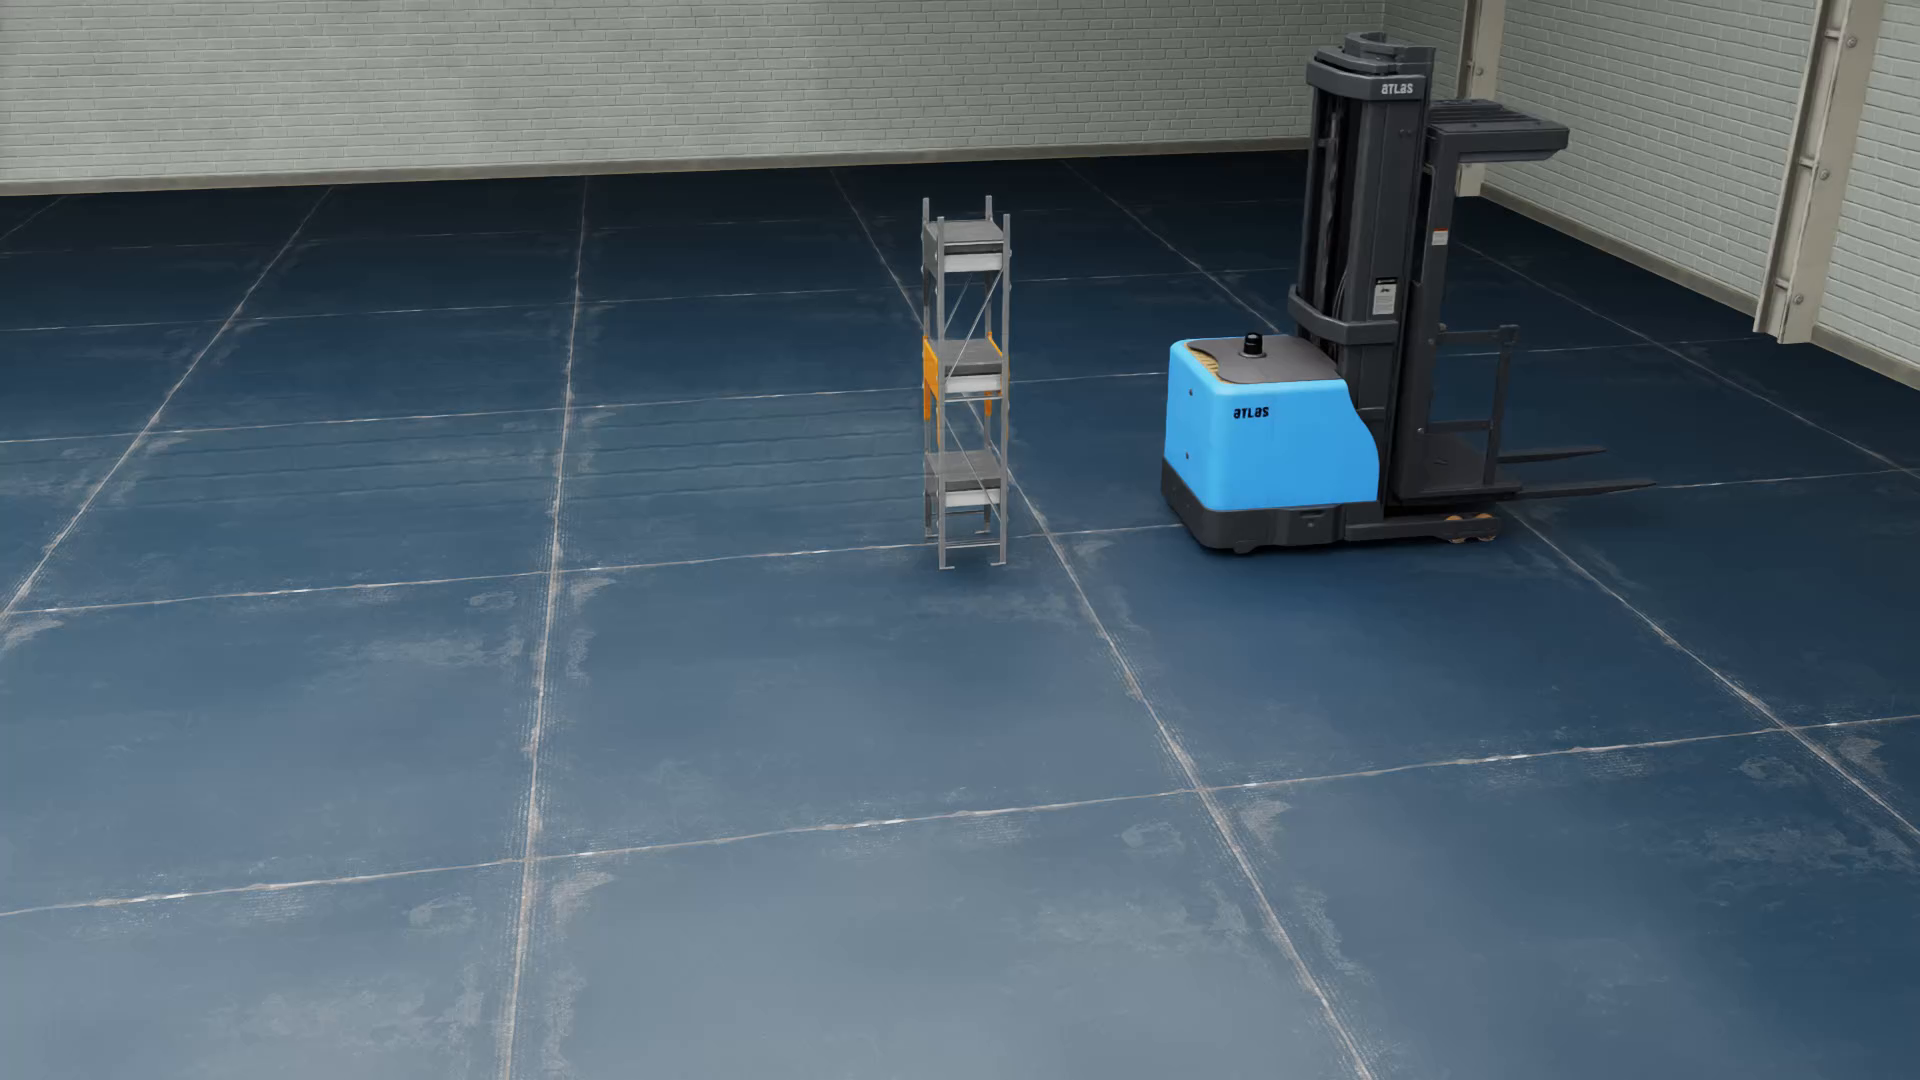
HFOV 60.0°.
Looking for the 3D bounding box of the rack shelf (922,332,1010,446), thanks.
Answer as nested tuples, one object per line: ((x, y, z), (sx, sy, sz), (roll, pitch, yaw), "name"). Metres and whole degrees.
((0.031, -0.885, 9.686), (0.431, 0.518, 0.480), (-4, 24, -10), "rack shelf")

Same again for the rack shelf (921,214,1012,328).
((0.031, -1.526, 9.406), (0.431, 0.518, 0.480), (-4, 24, -10), "rack shelf")

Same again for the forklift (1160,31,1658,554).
((2.869, -1.528, 10.087), (3.031, 2.935, 1.130), (-4, 24, -9), "forklift")

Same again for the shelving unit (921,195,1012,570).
((0.031, -0.897, 9.681), (0.431, 2.100, 0.503), (-4, 24, -10), "shelving unit")

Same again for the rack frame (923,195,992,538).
((-0.015, -0.993, 9.900), (0.400, 2.100, 0.015), (-4, 24, -10), "rack frame")

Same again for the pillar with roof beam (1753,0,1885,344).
((2.814, -5.550, 11.714), (9.100, 9.000, 0.400), (-4, 24, -10), "pillar with roof beam")

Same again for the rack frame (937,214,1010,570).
((0.076, -0.801, 9.461), (0.400, 2.100, 0.015), (-4, 24, -10), "rack frame")

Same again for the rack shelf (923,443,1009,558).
((0.031, -0.243, 9.966), (0.431, 0.518, 0.480), (-4, 24, -10), "rack shelf")

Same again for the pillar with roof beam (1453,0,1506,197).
((1.705, -7.910, 17.118), (9.100, 9.000, 0.400), (-4, 24, -10), "pillar with roof beam")
